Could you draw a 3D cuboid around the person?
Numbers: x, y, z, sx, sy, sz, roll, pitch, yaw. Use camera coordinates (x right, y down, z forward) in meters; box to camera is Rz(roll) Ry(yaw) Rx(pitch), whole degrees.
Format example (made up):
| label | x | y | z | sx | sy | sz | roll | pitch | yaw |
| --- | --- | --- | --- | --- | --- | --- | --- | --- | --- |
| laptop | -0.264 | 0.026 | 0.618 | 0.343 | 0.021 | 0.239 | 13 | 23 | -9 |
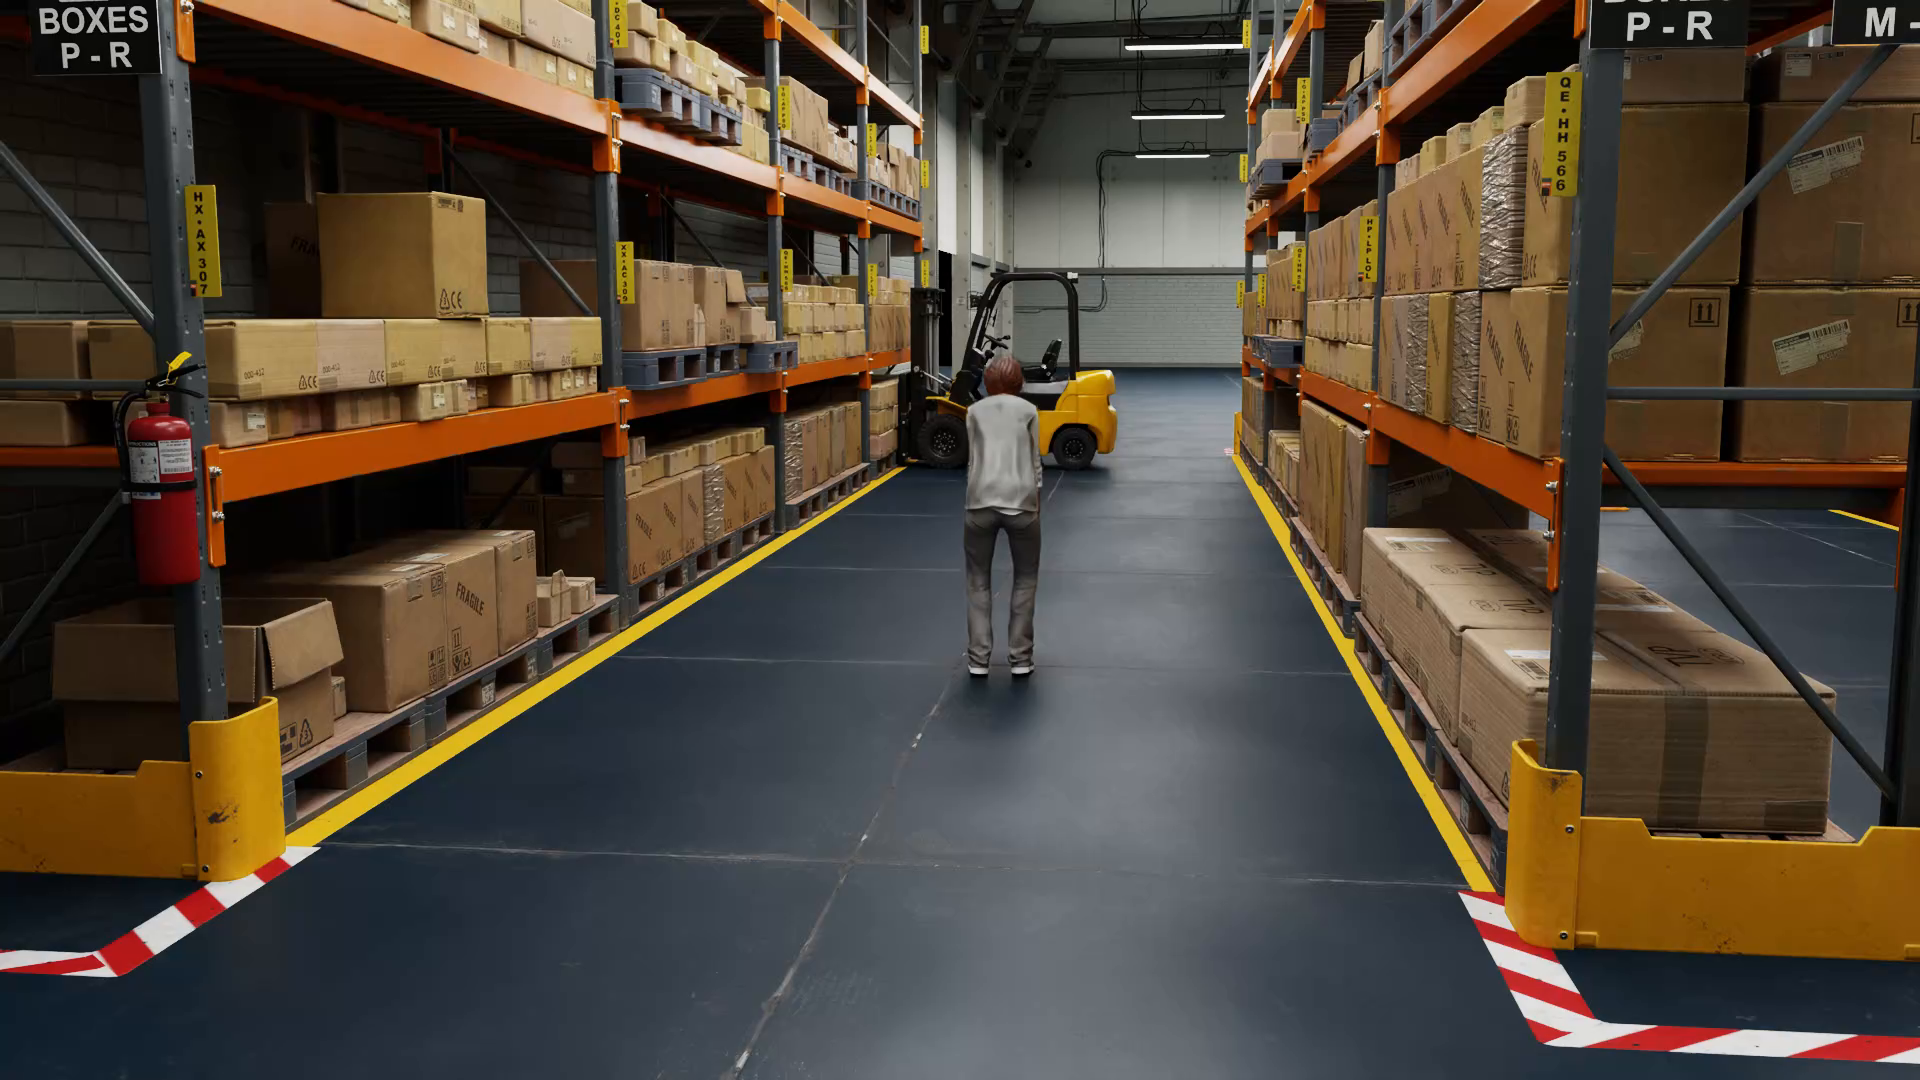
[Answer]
| label | x | y | z | sx | sy | sz | roll | pitch | yaw |
| --- | --- | --- | --- | --- | --- | --- | --- | --- | --- |
| person | 0.208 | -0.113 | 7.993 | 0.371 | 1.515 | 0.553 | 1 | 8 | 5 |
